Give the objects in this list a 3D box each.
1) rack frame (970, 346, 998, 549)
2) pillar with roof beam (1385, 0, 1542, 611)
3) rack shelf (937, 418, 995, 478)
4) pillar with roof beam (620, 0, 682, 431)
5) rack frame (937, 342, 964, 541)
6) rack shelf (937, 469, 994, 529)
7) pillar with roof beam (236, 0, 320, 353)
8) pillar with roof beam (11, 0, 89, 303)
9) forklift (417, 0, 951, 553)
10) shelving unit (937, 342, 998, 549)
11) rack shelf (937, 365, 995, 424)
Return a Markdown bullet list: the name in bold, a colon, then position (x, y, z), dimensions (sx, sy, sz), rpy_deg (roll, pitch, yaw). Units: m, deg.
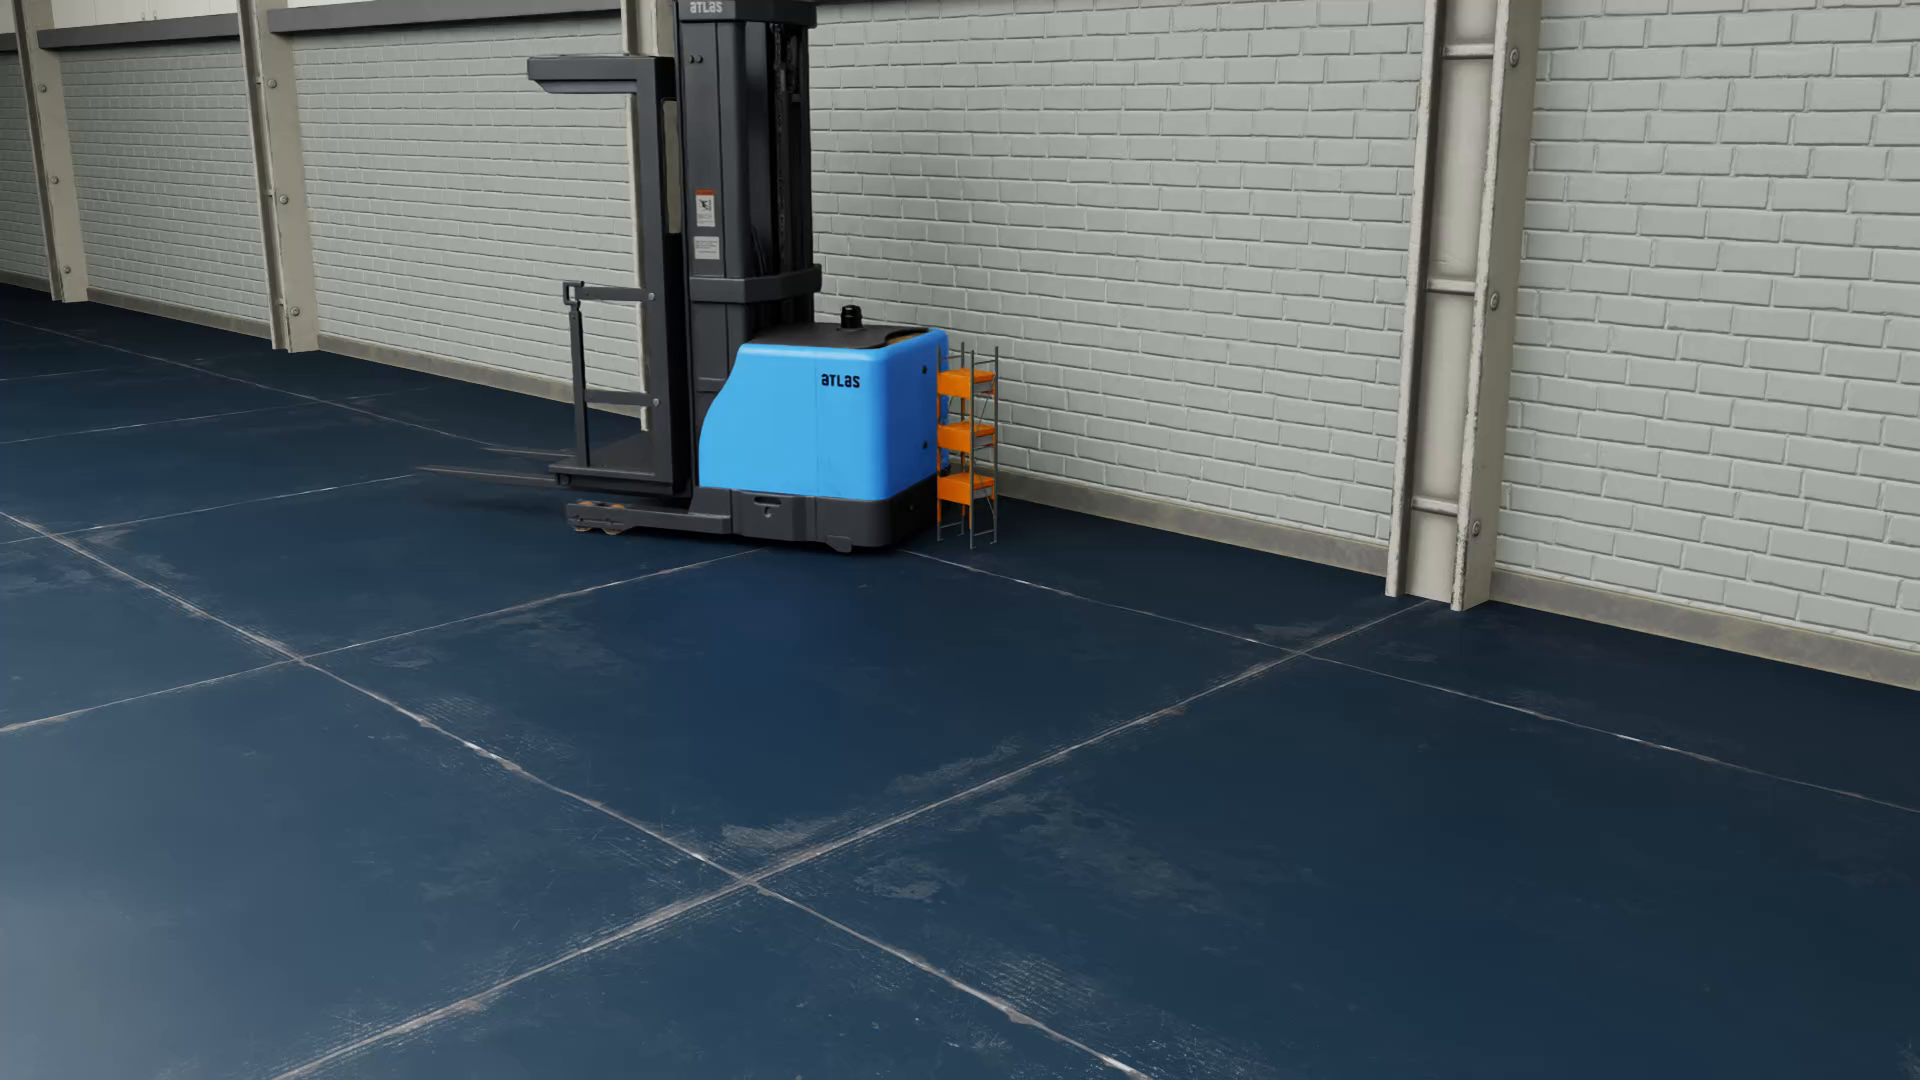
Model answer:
- **rack frame**: position (0.126, -0.477, 8.682), dimensions (0.008, 1.050, 0.200), rpy_deg (14, 20, 42)
- **pillar with roof beam**: position (-0.714, -3.306, 3.772), dimensions (0.400, 9.000, 9.100), rpy_deg (14, 20, 42)
- **rack shelf**: position (0.039, -0.488, 8.766), dimensions (0.240, 0.259, 0.215), rpy_deg (14, 20, 42)
- **pillar with roof beam**: position (-5.033, -4.356, 7.802), dimensions (0.400, 9.000, 9.100), rpy_deg (14, 20, 42)
- **rack frame**: position (-0.049, -0.520, 8.846), dimensions (0.008, 1.050, 0.200), rpy_deg (14, 20, 42)
- **rack shelf**: position (0.039, -0.219, 8.837), dimensions (0.240, 0.259, 0.215), rpy_deg (14, 20, 42)
- **pillar with roof beam**: position (-9.353, -5.406, 11.832), dimensions (0.400, 9.000, 9.100), rpy_deg (14, 20, 42)
- **pillar with roof beam**: position (-13.672, -6.456, 15.862), dimensions (0.400, 9.000, 9.100), rpy_deg (14, 20, 42)
- **forklift**: position (-1.620, -1.563, 9.117), dimensions (3.031, 2.935, 1.130), rpy_deg (5, 16, 20)
- **shelving unit**: position (0.039, -0.499, 8.764), dimensions (0.252, 1.050, 0.215), rpy_deg (14, 20, 42)
- **rack shelf**: position (0.039, -0.763, 8.695), dimensions (0.240, 0.259, 0.215), rpy_deg (14, 20, 42)
